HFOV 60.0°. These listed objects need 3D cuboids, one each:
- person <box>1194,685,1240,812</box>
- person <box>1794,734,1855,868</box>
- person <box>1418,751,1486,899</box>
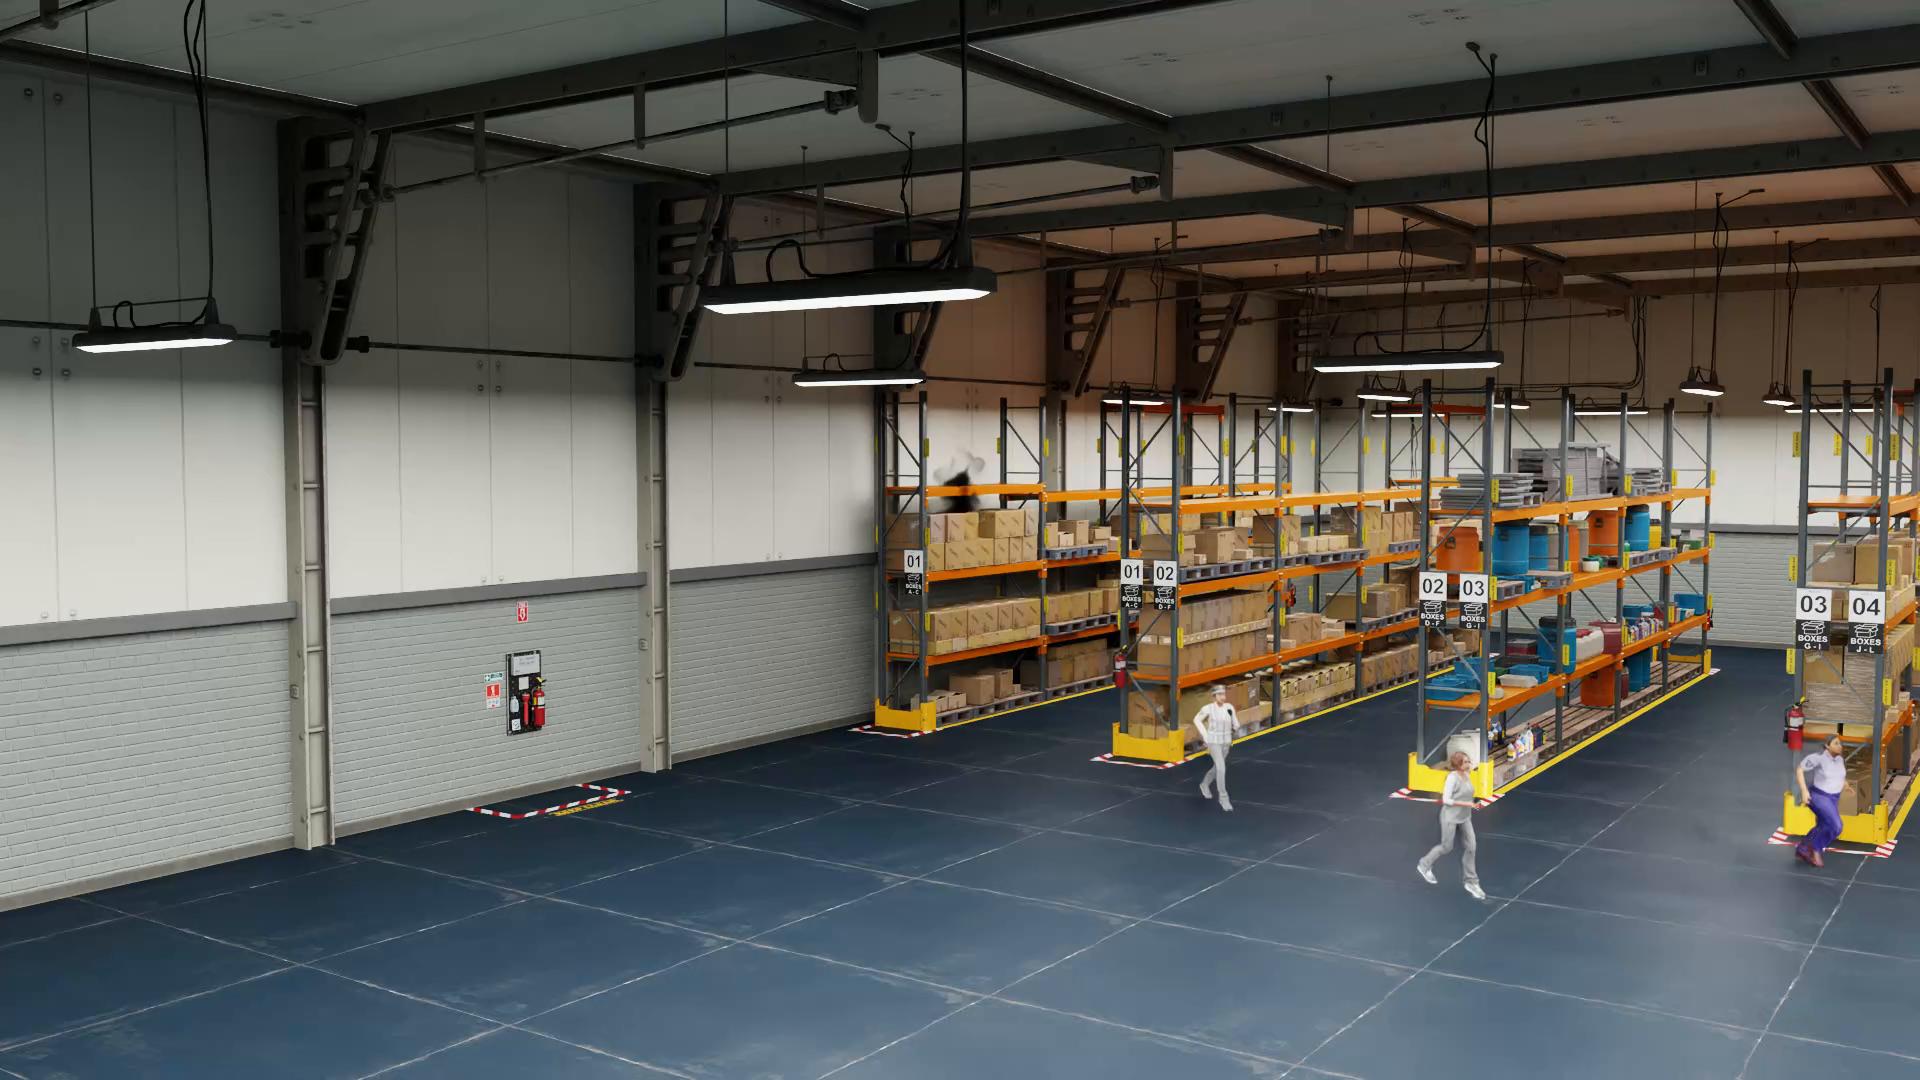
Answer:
[{"bbox_3d":[3.627,2.864,23.251,0.593,1.729,0.862,-1,3,-23],"label":"person"},{"bbox_3d":[10.304,3.095,19.829,0.526,1.589,0.739,-2,4,-28],"label":"person"},{"bbox_3d":[5.539,3.162,18.706,0.508,1.617,0.833,-2,4,-36],"label":"person"}]
